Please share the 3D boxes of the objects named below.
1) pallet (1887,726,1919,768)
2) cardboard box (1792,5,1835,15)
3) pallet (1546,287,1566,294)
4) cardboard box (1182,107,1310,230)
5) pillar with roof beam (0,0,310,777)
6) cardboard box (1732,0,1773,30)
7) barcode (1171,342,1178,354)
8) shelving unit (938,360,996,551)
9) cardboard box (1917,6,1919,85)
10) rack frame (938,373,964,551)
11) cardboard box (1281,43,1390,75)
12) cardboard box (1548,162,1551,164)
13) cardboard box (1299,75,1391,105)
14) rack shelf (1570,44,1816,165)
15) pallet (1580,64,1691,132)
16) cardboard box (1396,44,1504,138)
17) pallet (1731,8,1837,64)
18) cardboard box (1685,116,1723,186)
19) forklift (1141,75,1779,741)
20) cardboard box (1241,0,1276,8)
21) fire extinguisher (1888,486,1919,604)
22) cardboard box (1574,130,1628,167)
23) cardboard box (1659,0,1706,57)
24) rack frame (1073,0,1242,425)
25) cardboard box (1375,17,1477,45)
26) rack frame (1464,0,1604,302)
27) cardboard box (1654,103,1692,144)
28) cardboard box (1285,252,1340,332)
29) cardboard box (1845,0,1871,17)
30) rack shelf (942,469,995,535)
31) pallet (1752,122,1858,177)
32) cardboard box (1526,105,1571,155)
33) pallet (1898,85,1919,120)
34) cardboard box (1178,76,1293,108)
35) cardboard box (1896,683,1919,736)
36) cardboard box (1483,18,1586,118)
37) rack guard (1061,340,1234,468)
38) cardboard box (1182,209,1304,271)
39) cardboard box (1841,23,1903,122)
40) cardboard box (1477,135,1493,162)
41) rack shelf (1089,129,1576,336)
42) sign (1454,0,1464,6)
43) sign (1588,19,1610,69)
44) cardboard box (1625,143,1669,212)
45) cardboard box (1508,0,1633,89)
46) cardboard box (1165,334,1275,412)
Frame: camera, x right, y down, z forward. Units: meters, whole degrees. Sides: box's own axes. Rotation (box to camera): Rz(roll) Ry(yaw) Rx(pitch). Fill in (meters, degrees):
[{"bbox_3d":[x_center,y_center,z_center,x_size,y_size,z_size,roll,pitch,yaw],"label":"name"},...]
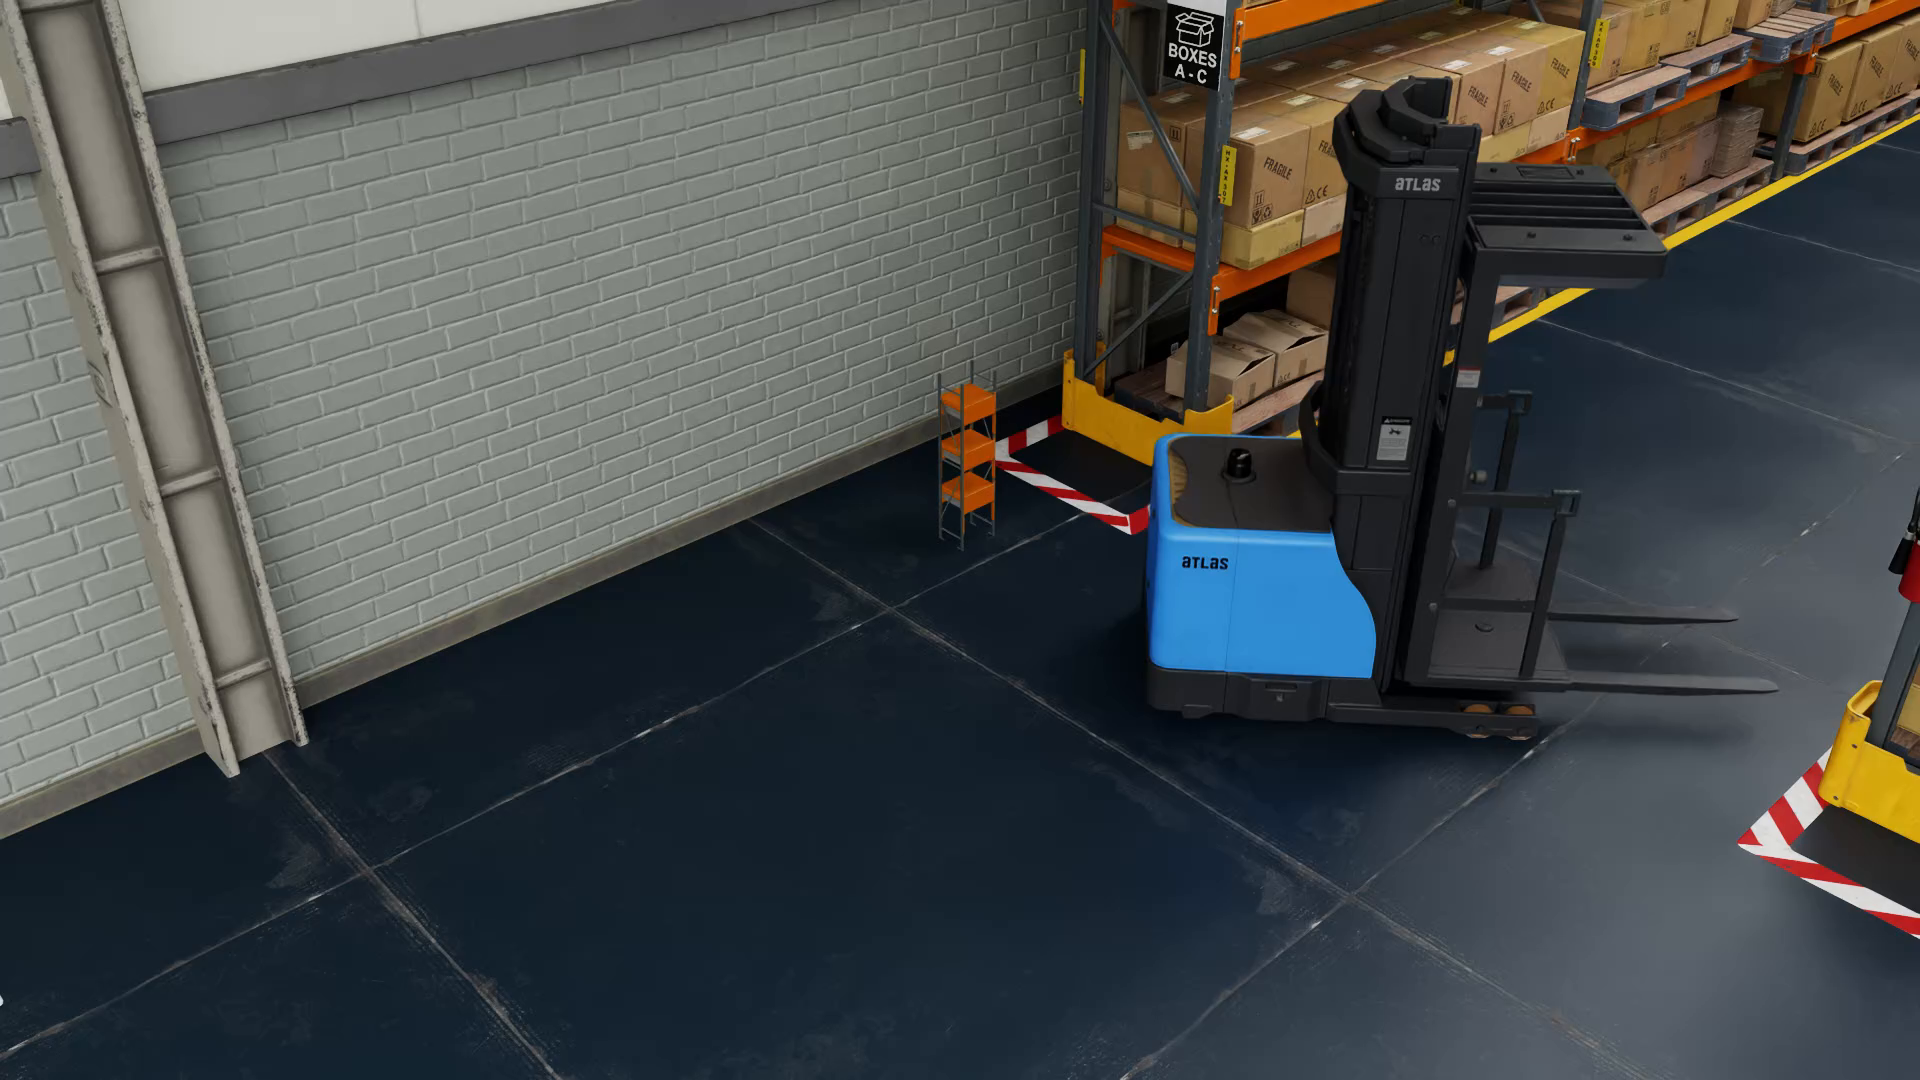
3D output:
[{"bbox_3d":[5.003,0.950,7.828,1.213,0.211,1.003,-26,40,-35],"label":"pallet"},{"bbox_3d":[7.365,-4.613,14.475,0.250,0.149,0.380,-26,40,-36],"label":"cardboard box"},{"bbox_3d":[4.603,-2.352,13.228,1.213,0.211,1.003,-26,40,-35],"label":"pallet"},{"bbox_3d":[1.654,-2.165,9.655,0.500,0.500,0.500,-26,40,-35],"label":"cardboard box"},{"bbox_3d":[-0.447,-1.209,2.936,0.400,9.000,9.100,-26,40,-35],"label":"pillar with roof beam"},{"bbox_3d":[6.237,-4.535,13.607,0.700,0.500,0.500,25,39,35],"label":"cardboard box"},{"bbox_3d":[1.410,-1.261,10.918,0.075,0.075,0.001,-26,40,-35],"label":"barcode"},{"bbox_3d":[0.039,-0.467,9.342,0.252,1.050,0.215,-26,40,-35],"label":"shelving unit"},{"bbox_3d":[9.511,-5.084,16.682,0.750,0.750,0.750,-25,40,-35],"label":"cardboard box"},{"bbox_3d":[-0.050,-0.424,9.271,0.008,1.050,0.200,-26,40,-35],"label":"rack frame"},{"bbox_3d":[2.422,-2.897,10.853,0.500,0.500,0.500,-25,39,-35],"label":"cardboard box"},{"bbox_3d":[4.562,-2.653,13.023,0.500,0.500,0.700,-24,39,-34],"label":"cardboard box"},{"bbox_3d":[2.407,-2.517,10.231,0.500,0.500,0.500,-27,41,-37],"label":"cardboard box"},{"bbox_3d":[5.500,-3.667,13.396,4.000,0.370,1.077,-26,40,-35],"label":"rack shelf"},{"bbox_3d":[4.692,-3.398,12.450,1.213,0.211,1.003,-26,40,-35],"label":"pallet"},{"bbox_3d":[3.158,-2.889,10.840,0.500,0.500,0.500,-27,41,-37],"label":"cardboard box"},{"bbox_3d":[6.516,-4.308,13.938,1.003,0.211,1.213,-26,40,-35],"label":"pallet"},{"bbox_3d":[6.017,-3.391,14.229,0.500,0.500,0.700,-26,40,-36],"label":"cardboard box"},{"bbox_3d":[2.448,-0.574,7.713,3.031,2.935,1.130,2,32,4],"label":"forklift"},{"bbox_3d":[1.515,-3.200,8.952,0.500,0.500,0.500,-25,39,-34],"label":"cardboard box"},{"bbox_3d":[4.068,-0.055,6.873,0.183,0.674,0.296,-26,40,-35],"label":"fire extinguisher"},{"bbox_3d":[4.882,-3.131,13.085,0.500,0.250,0.500,-27,40,-36],"label":"cardboard box"},{"bbox_3d":[5.306,-4.104,12.902,0.500,0.500,0.700,-20,37,-29],"label":"cardboard box"},{"bbox_3d":[1.100,-1.846,9.728,0.127,3.000,1.000,-26,40,-35],"label":"rack frame"},{"bbox_3d":[3.165,-3.260,11.447,0.500,0.500,0.500,-26,40,-36],"label":"cardboard box"},{"bbox_3d":[4.033,-3.265,12.048,0.127,3.000,1.000,-26,40,-35],"label":"rack frame"},{"bbox_3d":[5.639,-3.487,13.667,0.500,0.250,0.500,-26,40,-36],"label":"cardboard box"},{"bbox_3d":[2.659,-1.621,11.335,0.700,0.500,0.500,26,40,36],"label":"cardboard box"},{"bbox_3d":[7.808,-4.761,14.717,0.250,0.149,0.380,-24,39,-34],"label":"cardboard box"},{"bbox_3d":[0.039,-0.221,9.492,0.240,0.259,0.215,-26,40,-35],"label":"rack shelf"},{"bbox_3d":[7.596,-3.745,15.506,1.213,0.211,1.003,-26,40,-35],"label":"pallet"},{"bbox_3d":[3.892,-2.925,11.618,0.500,0.250,0.500,-26,40,-35],"label":"cardboard box"},{"bbox_3d":[9.385,-4.610,16.921,1.213,0.211,1.003,-26,40,-35],"label":"pallet"},{"bbox_3d":[1.677,-2.534,10.258,0.500,0.500,0.500,-25,39,-35],"label":"cardboard box"},{"bbox_3d":[4.663,0.738,7.735,0.500,0.250,0.500,-26,40,-35],"label":"cardboard box"},{"bbox_3d":[3.897,-3.243,11.419,0.500,0.500,0.500,-26,40,-36],"label":"cardboard box"},{"bbox_3d":[1.156,-0.806,10.424,0.348,0.500,1.175,-26,40,-35],"label":"rack guard"},{"bbox_3d":[1.674,-1.842,9.846,0.500,0.250,0.500,-27,41,-37],"label":"cardboard box"},{"bbox_3d":[8.241,-4.464,15.668,0.750,0.750,0.750,-26,40,-36],"label":"cardboard box"},{"bbox_3d":[3.163,-2.567,11.032,0.500,0.250,0.500,-26,40,-36],"label":"cardboard box"},{"bbox_3d":[2.567,-2.248,11.076,4.000,0.370,1.077,-26,40,-35],"label":"rack shelf"},{"bbox_3d":[3.653,-3.970,12.091,0.005,0.325,0.100,-26,40,-35],"label":"sign"},{"bbox_3d":[4.408,-3.429,11.487,0.005,0.325,0.100,-26,40,-35],"label":"sign"},{"bbox_3d":[5.308,-3.021,13.625,0.500,0.500,0.700,-25,40,-35],"label":"cardboard box"},{"bbox_3d":[4.429,-3.663,12.181,0.500,0.500,0.700,-26,40,-35],"label":"cardboard box"},{"bbox_3d":[1.669,-1.097,10.659,0.500,0.311,0.500,24,39,34],"label":"cardboard box"}]
